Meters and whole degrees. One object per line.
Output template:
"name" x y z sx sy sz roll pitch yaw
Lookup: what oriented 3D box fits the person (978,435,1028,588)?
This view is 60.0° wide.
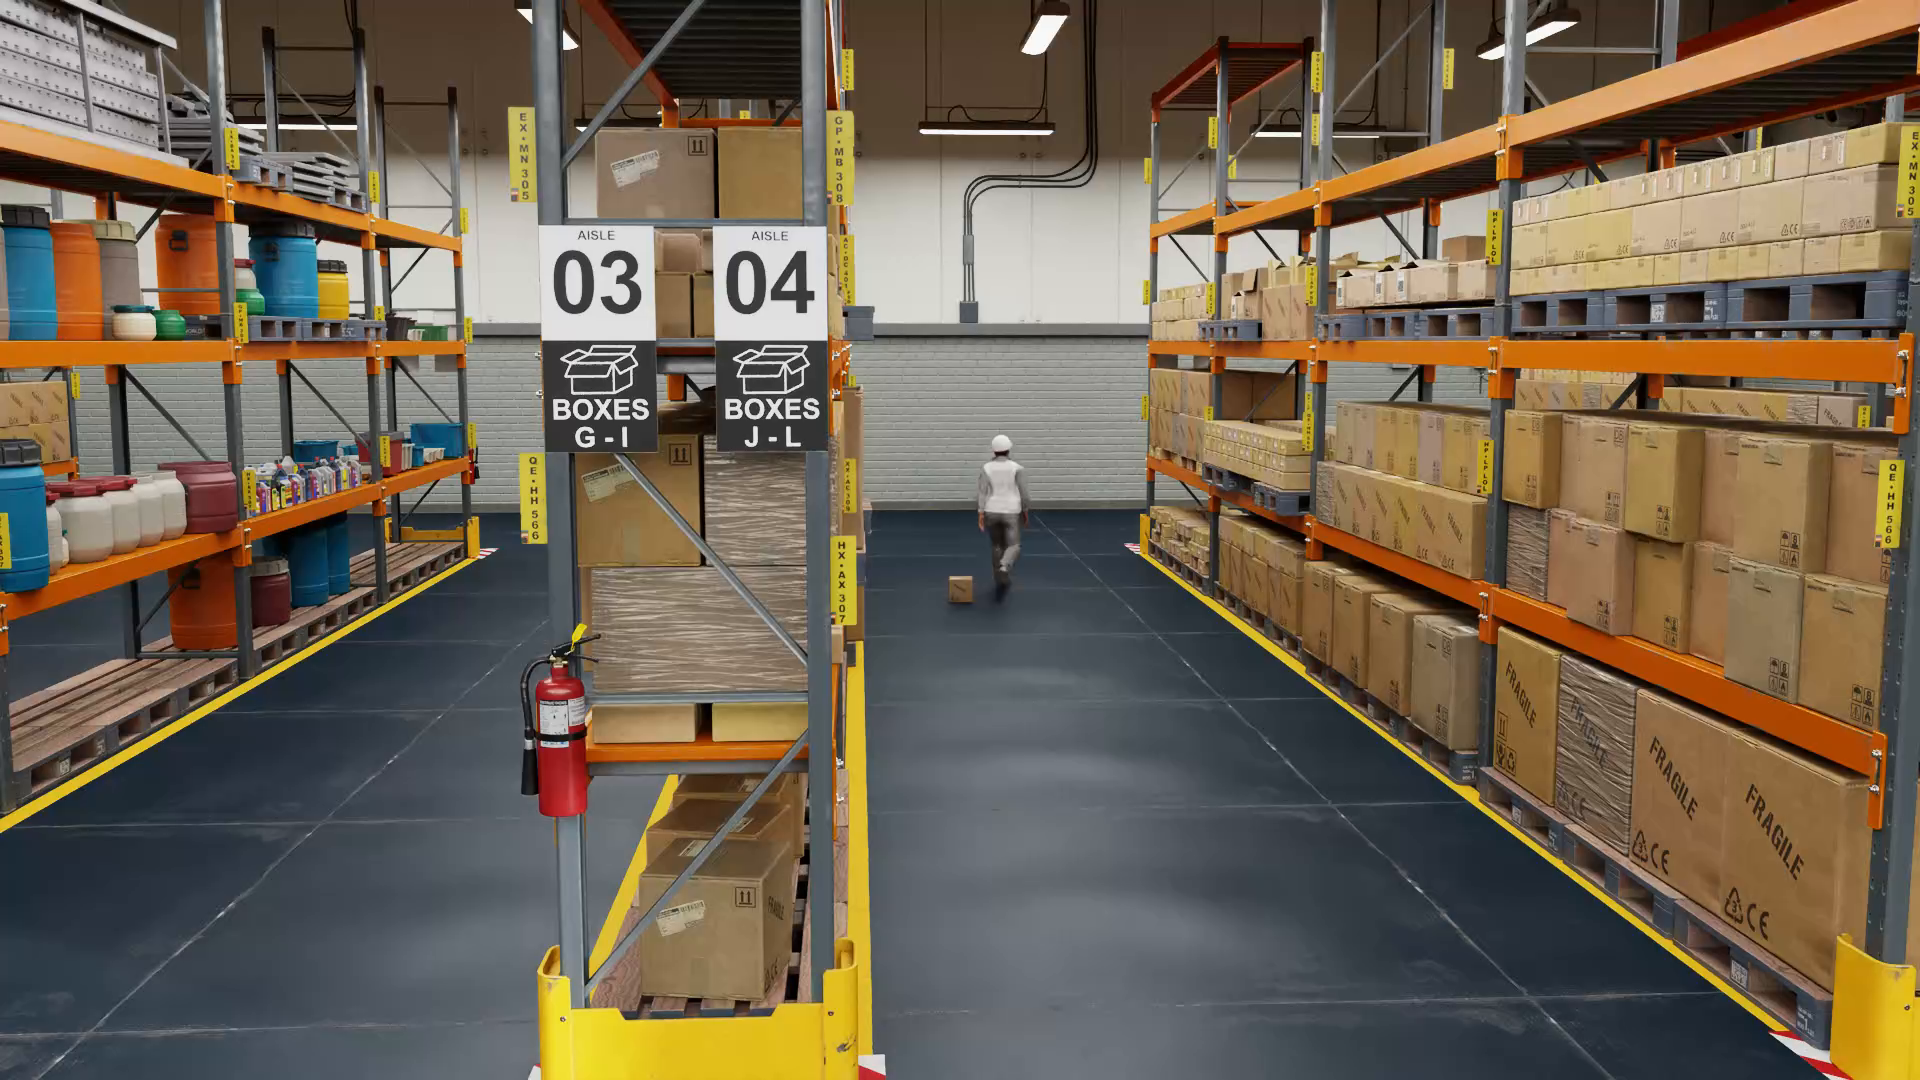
"person" 0.480 -0.305 18.654 0.552 1.741 0.866 2 7 14
